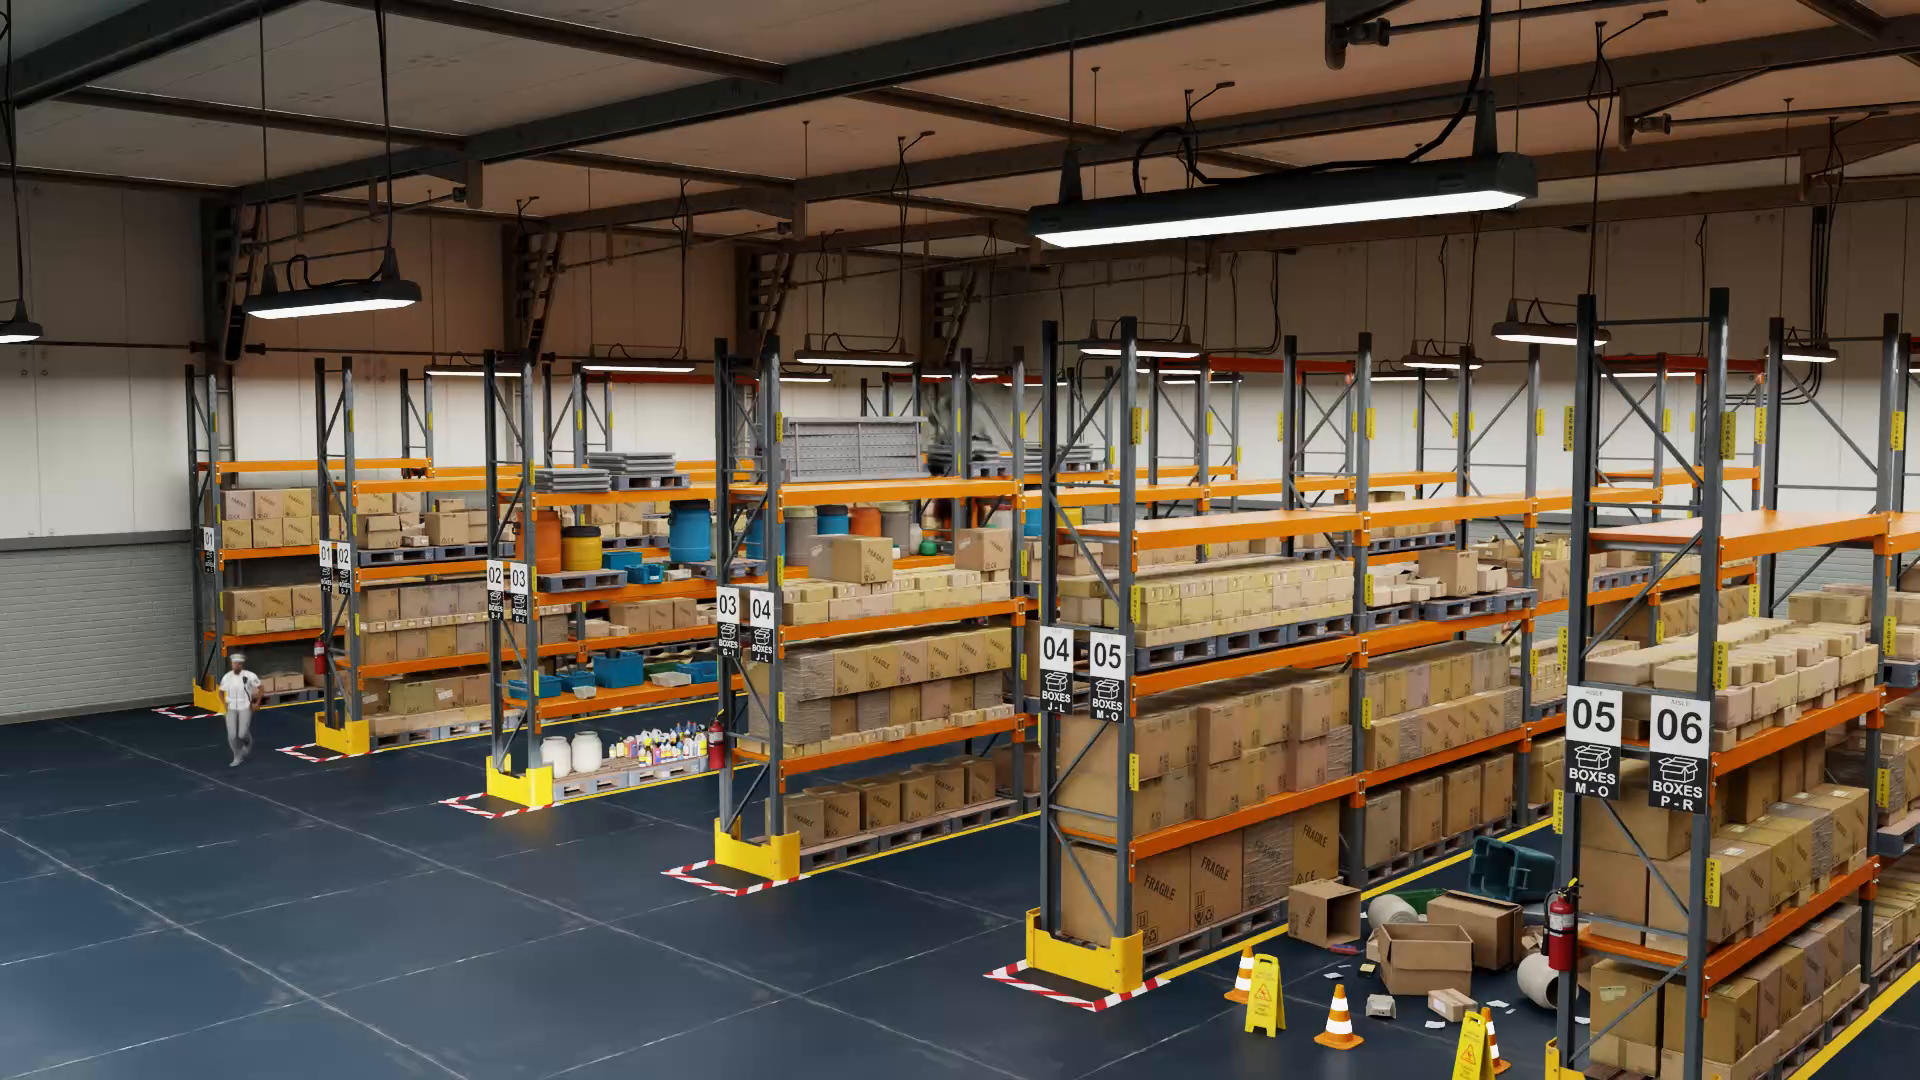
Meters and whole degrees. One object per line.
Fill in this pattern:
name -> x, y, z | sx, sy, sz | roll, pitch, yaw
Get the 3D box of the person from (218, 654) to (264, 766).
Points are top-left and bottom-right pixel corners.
person -> -10.578, 2.481, 24.448 | 0.614, 1.655, 0.578 | -1, 4, -13

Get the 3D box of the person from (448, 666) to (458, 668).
person -> -8.733, 2.176, 28.478 | 0.542, 1.636, 0.671 | 4, 6, 41

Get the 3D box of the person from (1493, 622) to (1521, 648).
person -> 9.320, 2.162, 28.348 | 0.582, 1.713, 0.806 | 3, 5, 33
